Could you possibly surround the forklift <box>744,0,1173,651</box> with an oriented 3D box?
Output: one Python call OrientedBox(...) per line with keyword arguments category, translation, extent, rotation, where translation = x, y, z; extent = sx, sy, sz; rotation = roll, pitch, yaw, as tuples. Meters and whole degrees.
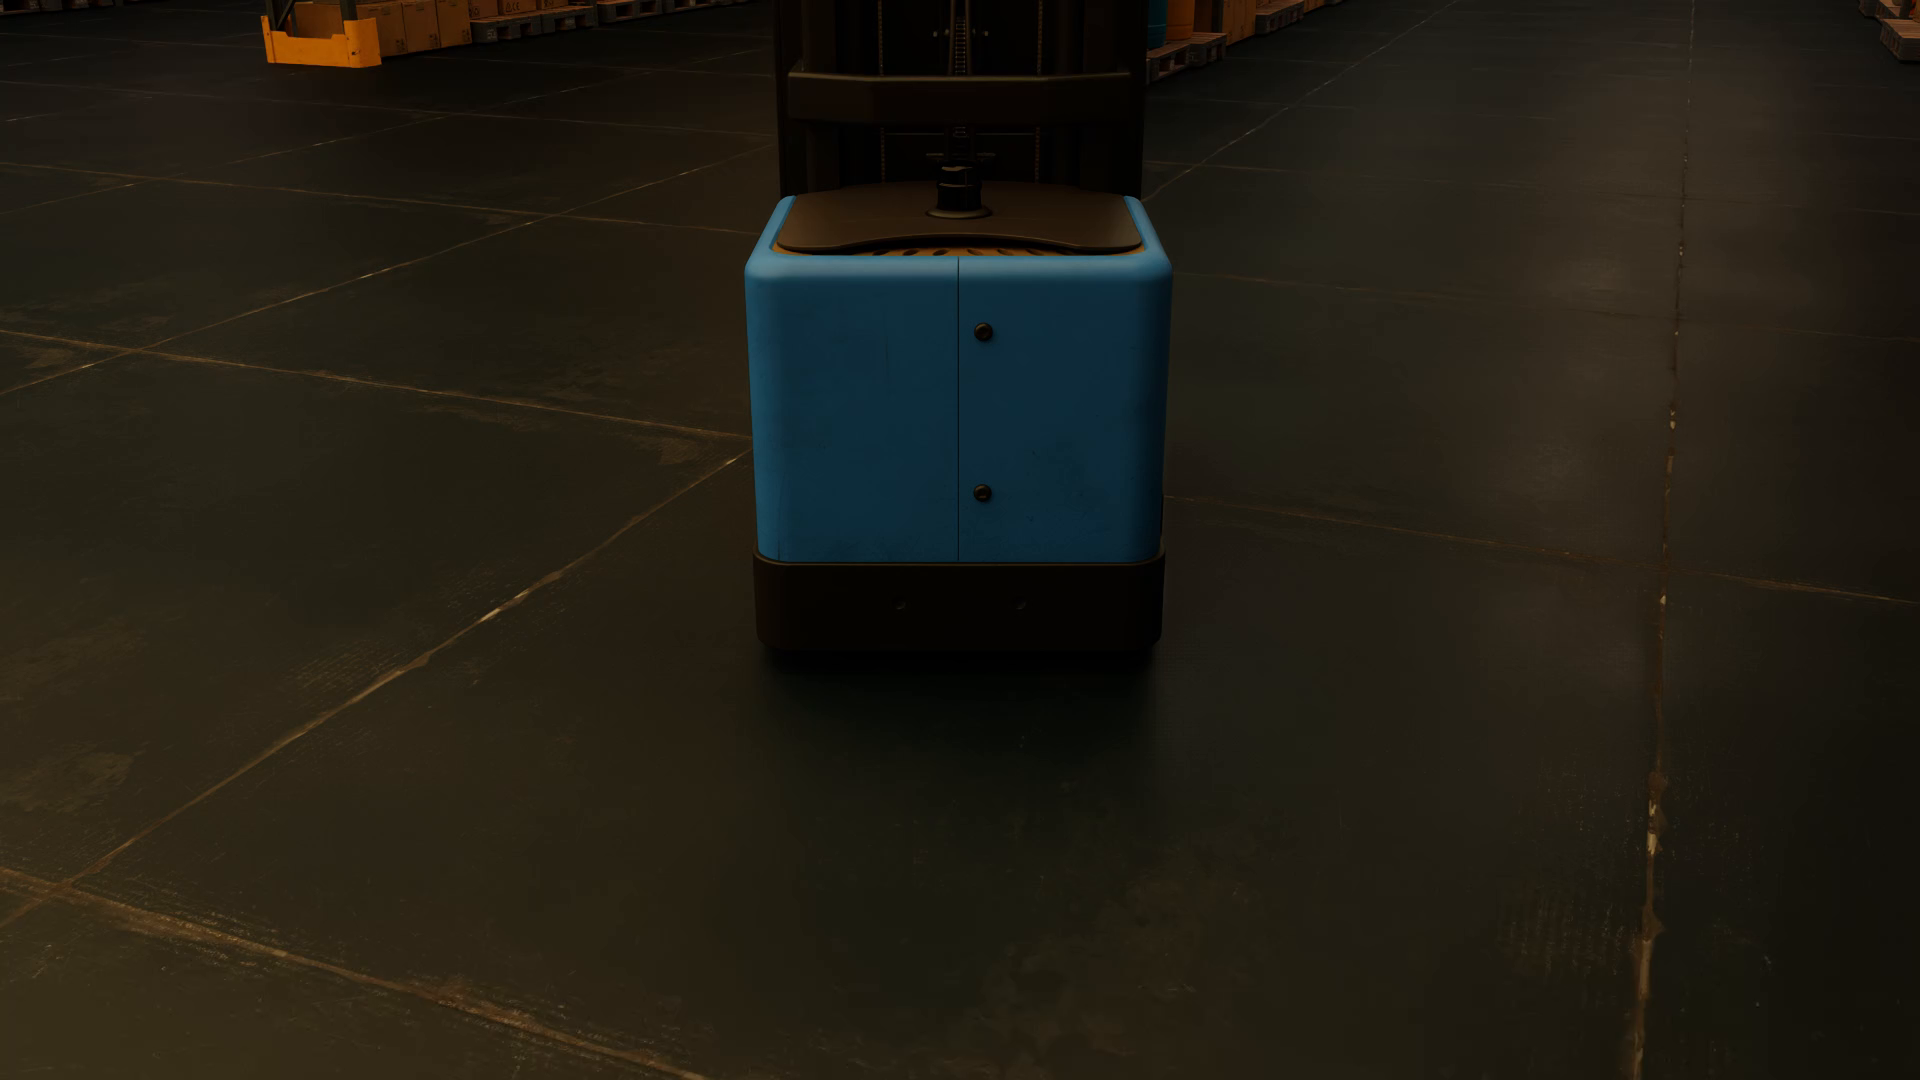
OrientedBox(category="forklift", translation=(0.002, -1.587, 5.089), extent=(1.130, 2.935, 3.031), rotation=(0, 23, 0))
